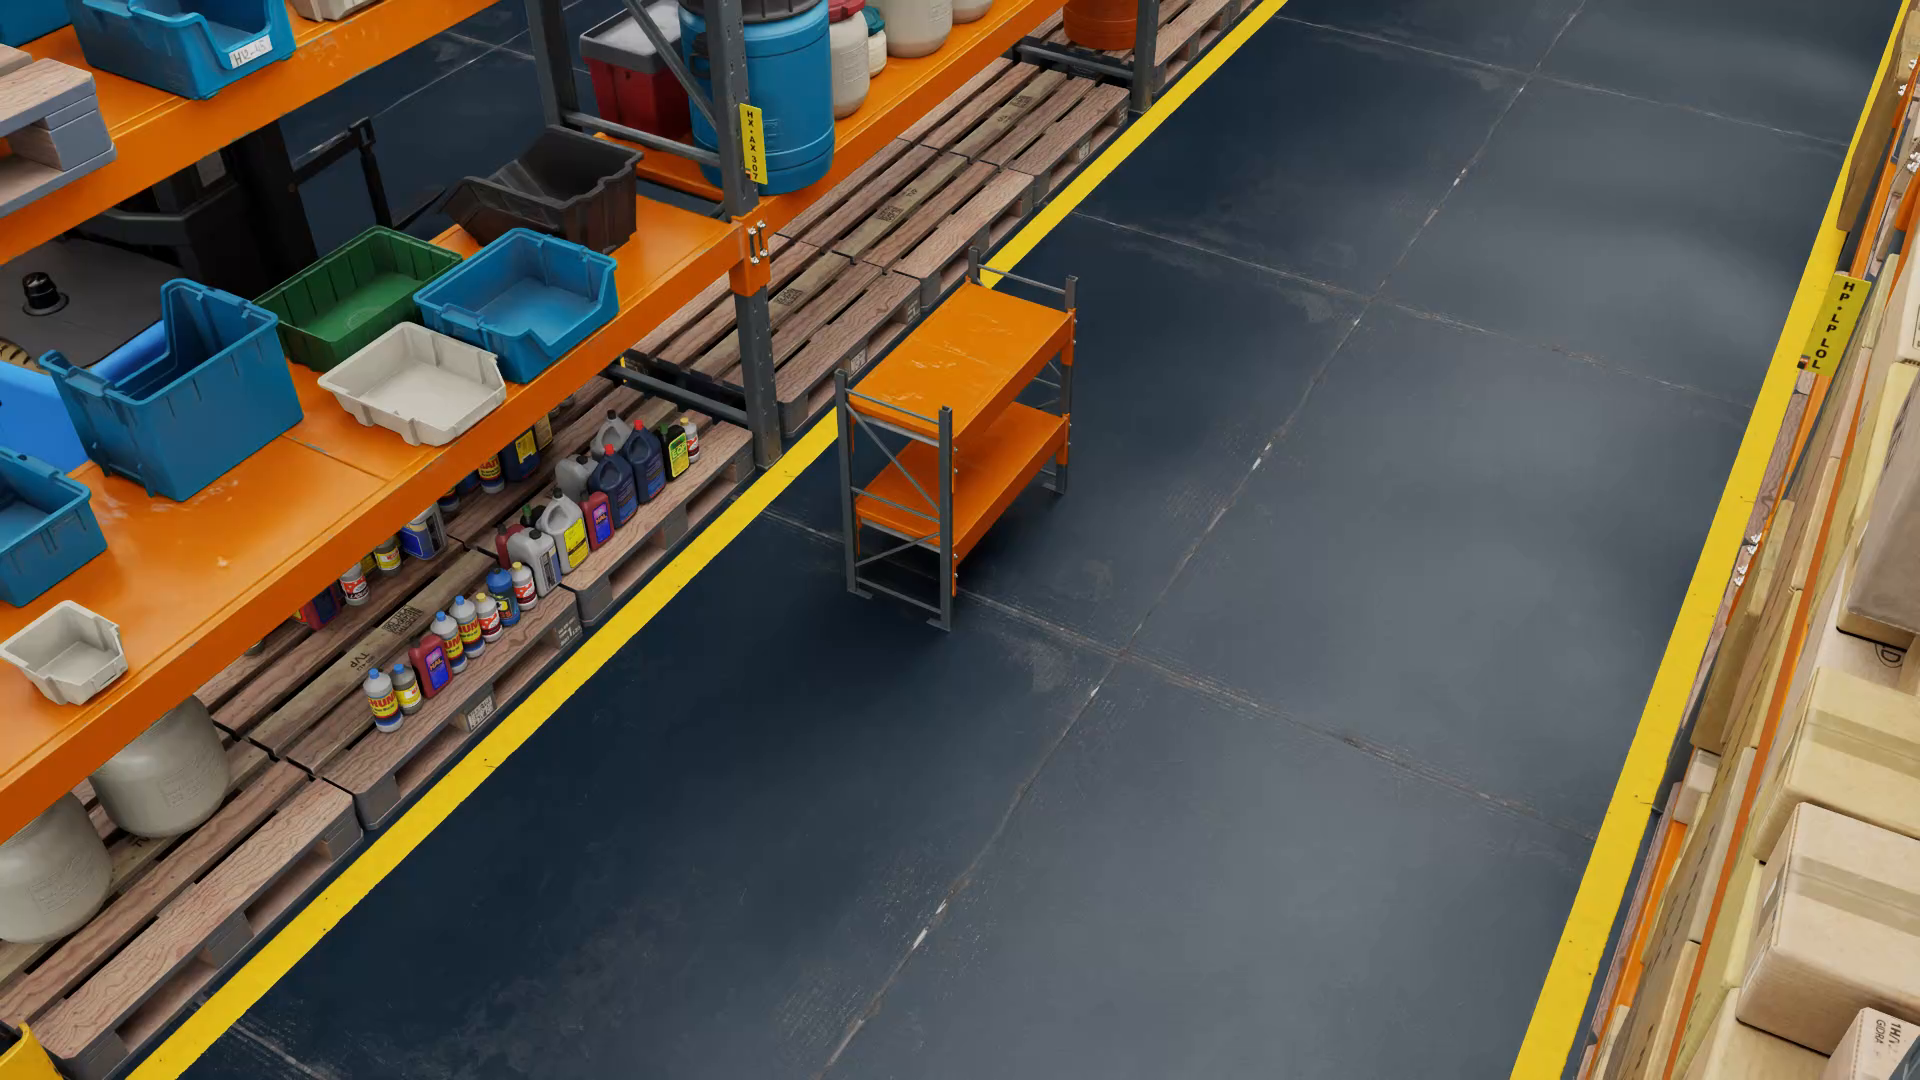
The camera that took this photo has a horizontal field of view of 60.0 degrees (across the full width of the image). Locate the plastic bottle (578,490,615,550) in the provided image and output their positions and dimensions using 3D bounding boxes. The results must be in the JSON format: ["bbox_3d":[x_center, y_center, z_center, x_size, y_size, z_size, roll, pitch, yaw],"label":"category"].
[{"bbox_3d":[-1.497,-0.105,6.821,0.061,0.283,0.133,24,47,25],"label":"plastic bottle"}]

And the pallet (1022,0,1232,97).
[{"bbox_3d":[1.078,-3.347,10.891,1.003,0.211,1.213,21,45,22],"label":"pallet"}]

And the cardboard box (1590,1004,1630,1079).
[{"bbox_3d":[1.628,1.257,3.743,0.380,0.149,0.250,21,45,22],"label":"cardboard box"}]

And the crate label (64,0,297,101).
[{"bbox_3d":[-2.061,-1.382,4.393,0.502,0.251,0.408,21,45,22],"label":"crate label"}]

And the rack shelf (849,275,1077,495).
[{"bbox_3d":[0.003,-0.646,6.689,0.538,0.278,1.000,21,45,22],"label":"rack shelf"}]

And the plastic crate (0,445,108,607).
[{"bbox_3d":[-2.963,-0.050,5.150,0.499,0.251,0.408,21,45,22],"label":"plastic crate"}]

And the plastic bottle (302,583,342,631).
[{"bbox_3d":[-2.502,0.208,6.467,0.061,0.283,0.133,21,45,22],"label":"plastic bottle"}]

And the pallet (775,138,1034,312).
[{"bbox_3d":[-0.313,-1.756,9.084,1.003,0.211,1.213,21,45,22],"label":"pallet"}]

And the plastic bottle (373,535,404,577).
[{"bbox_3d":[-2.319,0.043,6.716,0.097,0.201,0.097,0,41,0],"label":"plastic bottle"}]

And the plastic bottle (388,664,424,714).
[{"bbox_3d":[-2.055,0.541,6.151,0.097,0.201,0.097,0,41,0],"label":"plastic bottle"}]

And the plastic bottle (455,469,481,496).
[{"bbox_3d":[-2.140,-0.378,7.081,0.144,0.351,0.185,19,45,20],"label":"plastic bottle"}]

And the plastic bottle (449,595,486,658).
[{"bbox_3d":[-1.885,0.320,6.348,0.097,0.271,0.097,0,41,0],"label":"plastic bottle"}]

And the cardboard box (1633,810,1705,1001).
[{"bbox_3d":[1.997,0.953,3.598,0.875,0.500,0.500,21,45,22],"label":"cardboard box"}]

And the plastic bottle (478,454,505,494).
[{"bbox_3d":[-2.014,-0.333,7.090,0.097,0.271,0.097,0,41,0],"label":"plastic bottle"}]

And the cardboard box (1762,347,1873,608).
[{"bbox_3d":[2.312,-0.066,3.998,0.500,0.500,0.500,21,45,22],"label":"cardboard box"}]

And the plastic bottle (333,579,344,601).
[{"bbox_3d":[-2.525,0.096,6.599,0.152,0.276,0.135,20,45,21],"label":"plastic bottle"}]

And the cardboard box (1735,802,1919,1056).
[{"bbox_3d":[1.147,0.503,1.951,0.380,0.149,0.250,19,45,20],"label":"cardboard box"}]

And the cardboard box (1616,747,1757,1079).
[{"bbox_3d":[1.563,0.793,3.022,0.500,0.500,0.500,21,45,22],"label":"cardboard box"}]

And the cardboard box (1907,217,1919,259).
[{"bbox_3d":[2.298,-0.594,3.498,0.500,0.250,0.500,21,45,22],"label":"cardboard box"}]

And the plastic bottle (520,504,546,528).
[{"bbox_3d":[-1.714,-0.046,6.755,0.061,0.283,0.133,21,45,22],"label":"plastic bottle"}]

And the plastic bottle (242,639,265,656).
[{"bbox_3d":[-2.745,0.339,6.380,0.097,0.201,0.097,0,41,0],"label":"plastic bottle"}]

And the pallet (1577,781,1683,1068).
[{"bbox_3d":[2.700,1.441,5.454,1.003,0.211,1.213,21,45,22],"label":"pallet"}]

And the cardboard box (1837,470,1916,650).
[{"bbox_3d":[1.530,0.064,2.450,0.380,0.149,0.250,19,45,20],"label":"cardboard box"}]

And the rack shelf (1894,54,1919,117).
[{"bbox_3d":[6.008,-3.165,9.118,1.077,0.370,4.000,21,45,22],"label":"rack shelf"}]

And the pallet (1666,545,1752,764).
[{"bbox_3d":[3.394,0.599,6.410,1.003,0.211,1.213,21,45,22],"label":"pallet"}]

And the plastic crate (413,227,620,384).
[{"bbox_3d":[-1.601,-0.861,6.070,0.499,0.251,0.616,21,45,22],"label":"plastic crate"}]

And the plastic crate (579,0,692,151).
[{"bbox_3d":[-1.305,-2.042,7.250,0.402,0.464,0.583,21,45,22],"label":"plastic crate"}]

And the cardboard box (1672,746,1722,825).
[{"bbox_3d":[2.123,0.683,4.395,0.380,0.149,0.250,21,45,22],"label":"cardboard box"}]

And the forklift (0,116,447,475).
[{"bbox_3d":[-3.188,-1.883,7.171,1.130,2.935,3.031,17,44,18],"label":"forklift"}]

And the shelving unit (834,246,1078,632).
[{"bbox_3d":[0.003,-0.426,6.883,0.538,1.125,1.048,21,45,22],"label":"shelving unit"}]

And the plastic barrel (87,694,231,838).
[{"bbox_3d":[-2.770,0.737,5.708,0.421,0.512,0.421,0,41,0],"label":"plastic barrel"}]

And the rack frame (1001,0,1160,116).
[{"bbox_3d":[0.719,-3.928,9.441,1.000,3.000,0.127,21,45,22],"label":"rack frame"}]

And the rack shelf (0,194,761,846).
[{"bbox_3d":[-2.283,-0.225,5.780,1.077,0.370,4.000,21,45,22],"label":"rack shelf"}]

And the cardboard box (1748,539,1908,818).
[{"bbox_3d":[1.537,0.281,2.505,0.500,0.250,0.500,22,46,23],"label":"cardboard box"}]

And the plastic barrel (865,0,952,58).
[{"bbox_3d":[-0.247,-2.585,7.813,0.433,0.535,0.433,0,41,0],"label":"plastic barrel"}]

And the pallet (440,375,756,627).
[{"bbox_3d":[-1.655,-0.222,7.343,1.003,0.211,1.213,21,45,22],"label":"pallet"}]

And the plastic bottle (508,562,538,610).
[{"bbox_3d":[-1.733,0.172,6.569,0.097,0.201,0.097,0,41,0],"label":"plastic bottle"}]

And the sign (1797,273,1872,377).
[{"bbox_3d":[2.523,-0.617,4.805,0.100,0.325,0.005,21,45,22],"label":"sign"}]

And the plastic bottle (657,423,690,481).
[{"bbox_3d":[-1.238,-0.401,7.158,0.061,0.283,0.133,23,46,24],"label":"plastic bottle"}]

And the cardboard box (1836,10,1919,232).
[{"bbox_3d":[5.371,-2.038,8.585,1.225,0.875,0.875,19,45,20],"label":"cardboard box"}]

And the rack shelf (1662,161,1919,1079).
[{"bbox_3d":[2.005,0.287,2.929,1.077,0.370,4.000,21,45,22],"label":"rack shelf"}]

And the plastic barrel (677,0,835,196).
[{"bbox_3d":[-0.827,-1.948,6.814,0.600,0.901,0.708,21,45,22],"label":"plastic barrel"}]
